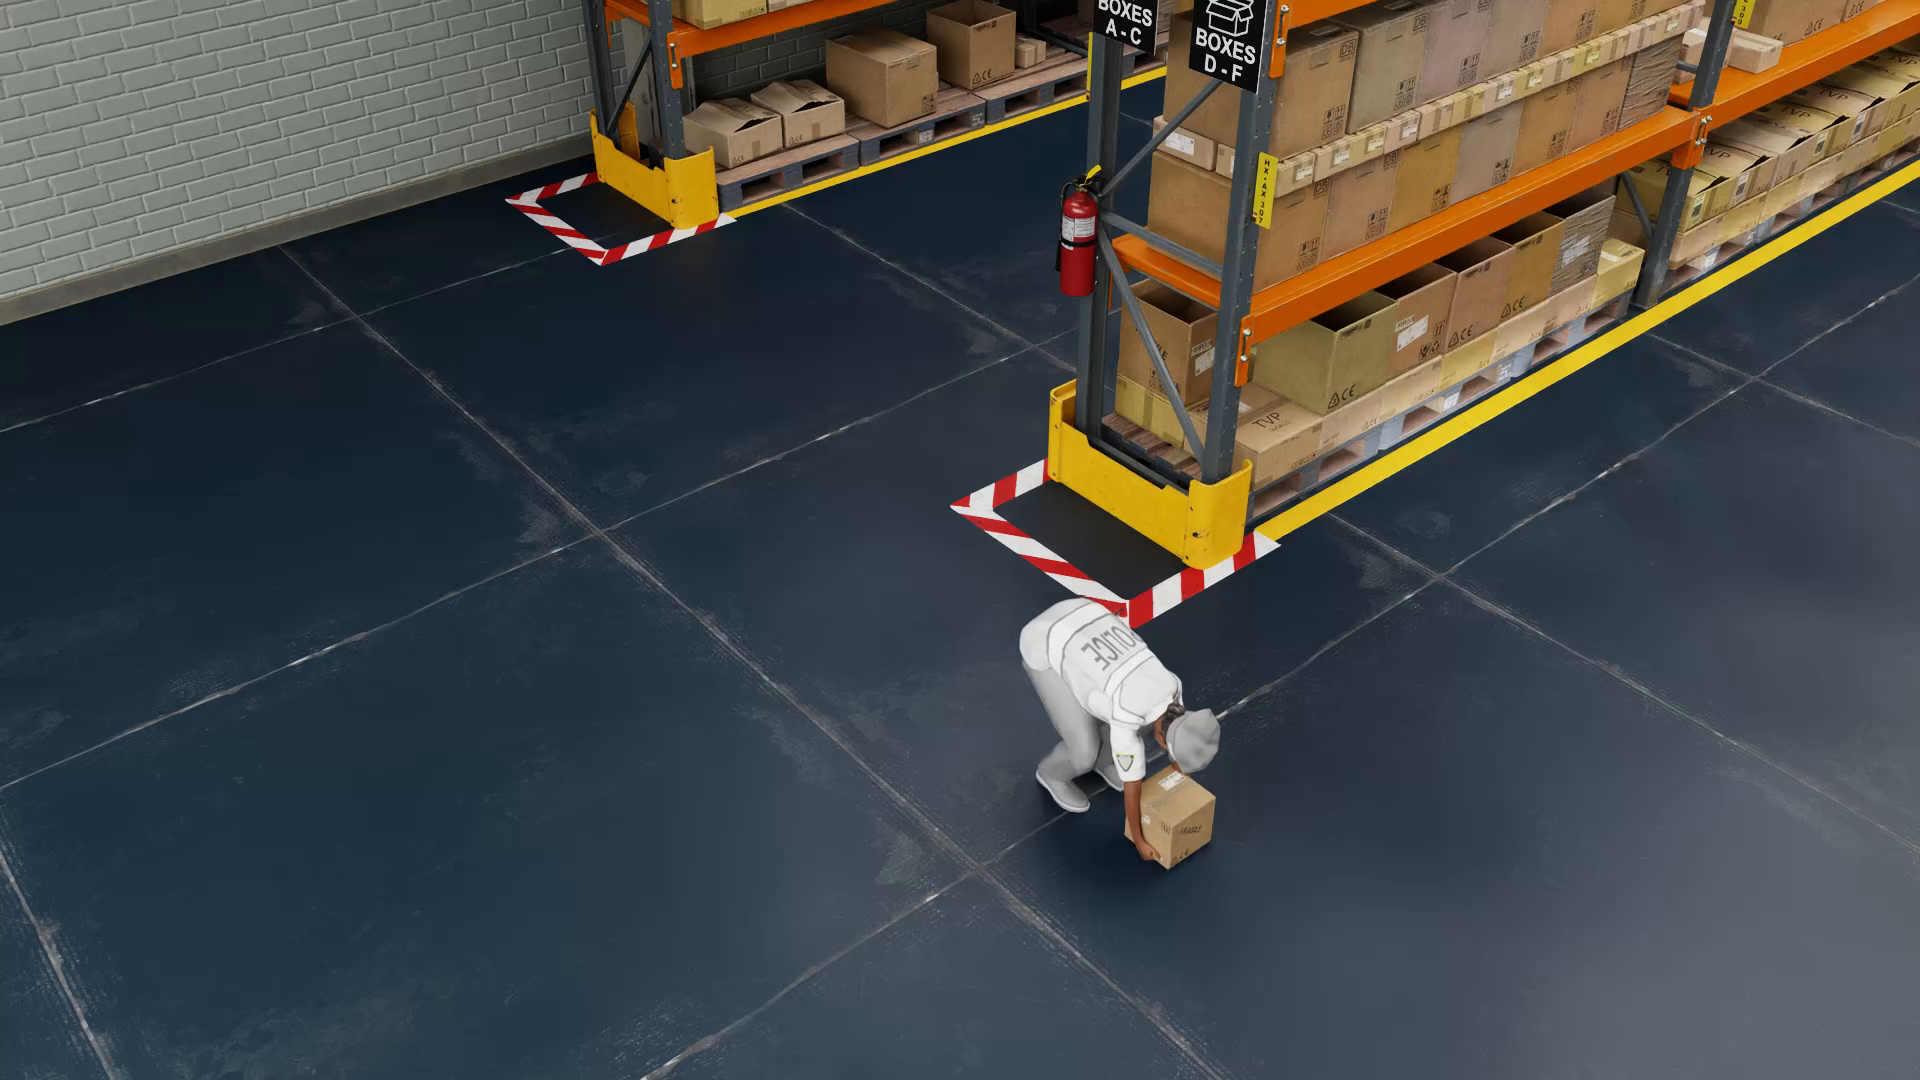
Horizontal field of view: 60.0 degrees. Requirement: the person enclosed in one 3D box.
[{"bbox_3d":[0.633,0.746,6.730,0.456,0.868,0.905,-29,45,-33],"label":"person"}]
